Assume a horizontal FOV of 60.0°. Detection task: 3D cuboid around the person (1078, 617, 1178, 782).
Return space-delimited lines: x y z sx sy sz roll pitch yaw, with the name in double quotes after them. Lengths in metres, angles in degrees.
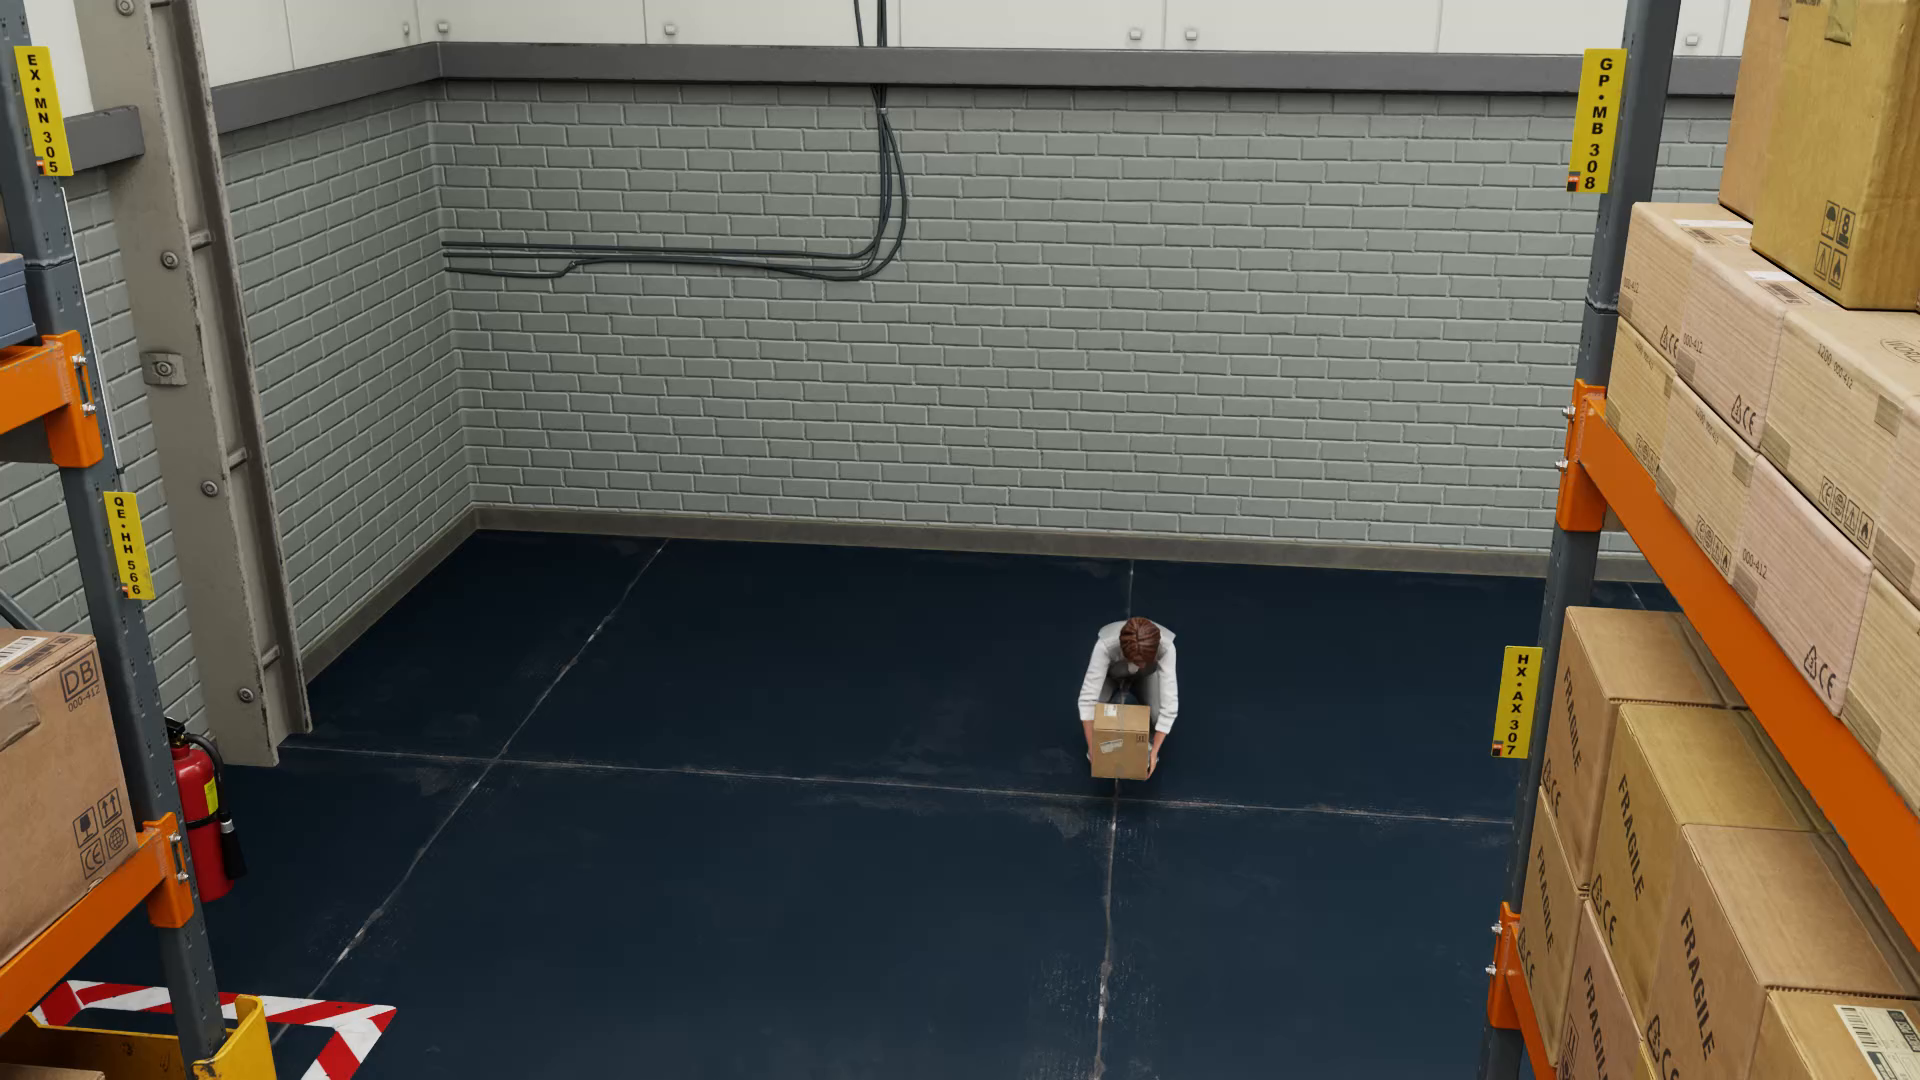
0.796 0.692 7.834 0.459 0.876 0.808 3 22 6 "person"
